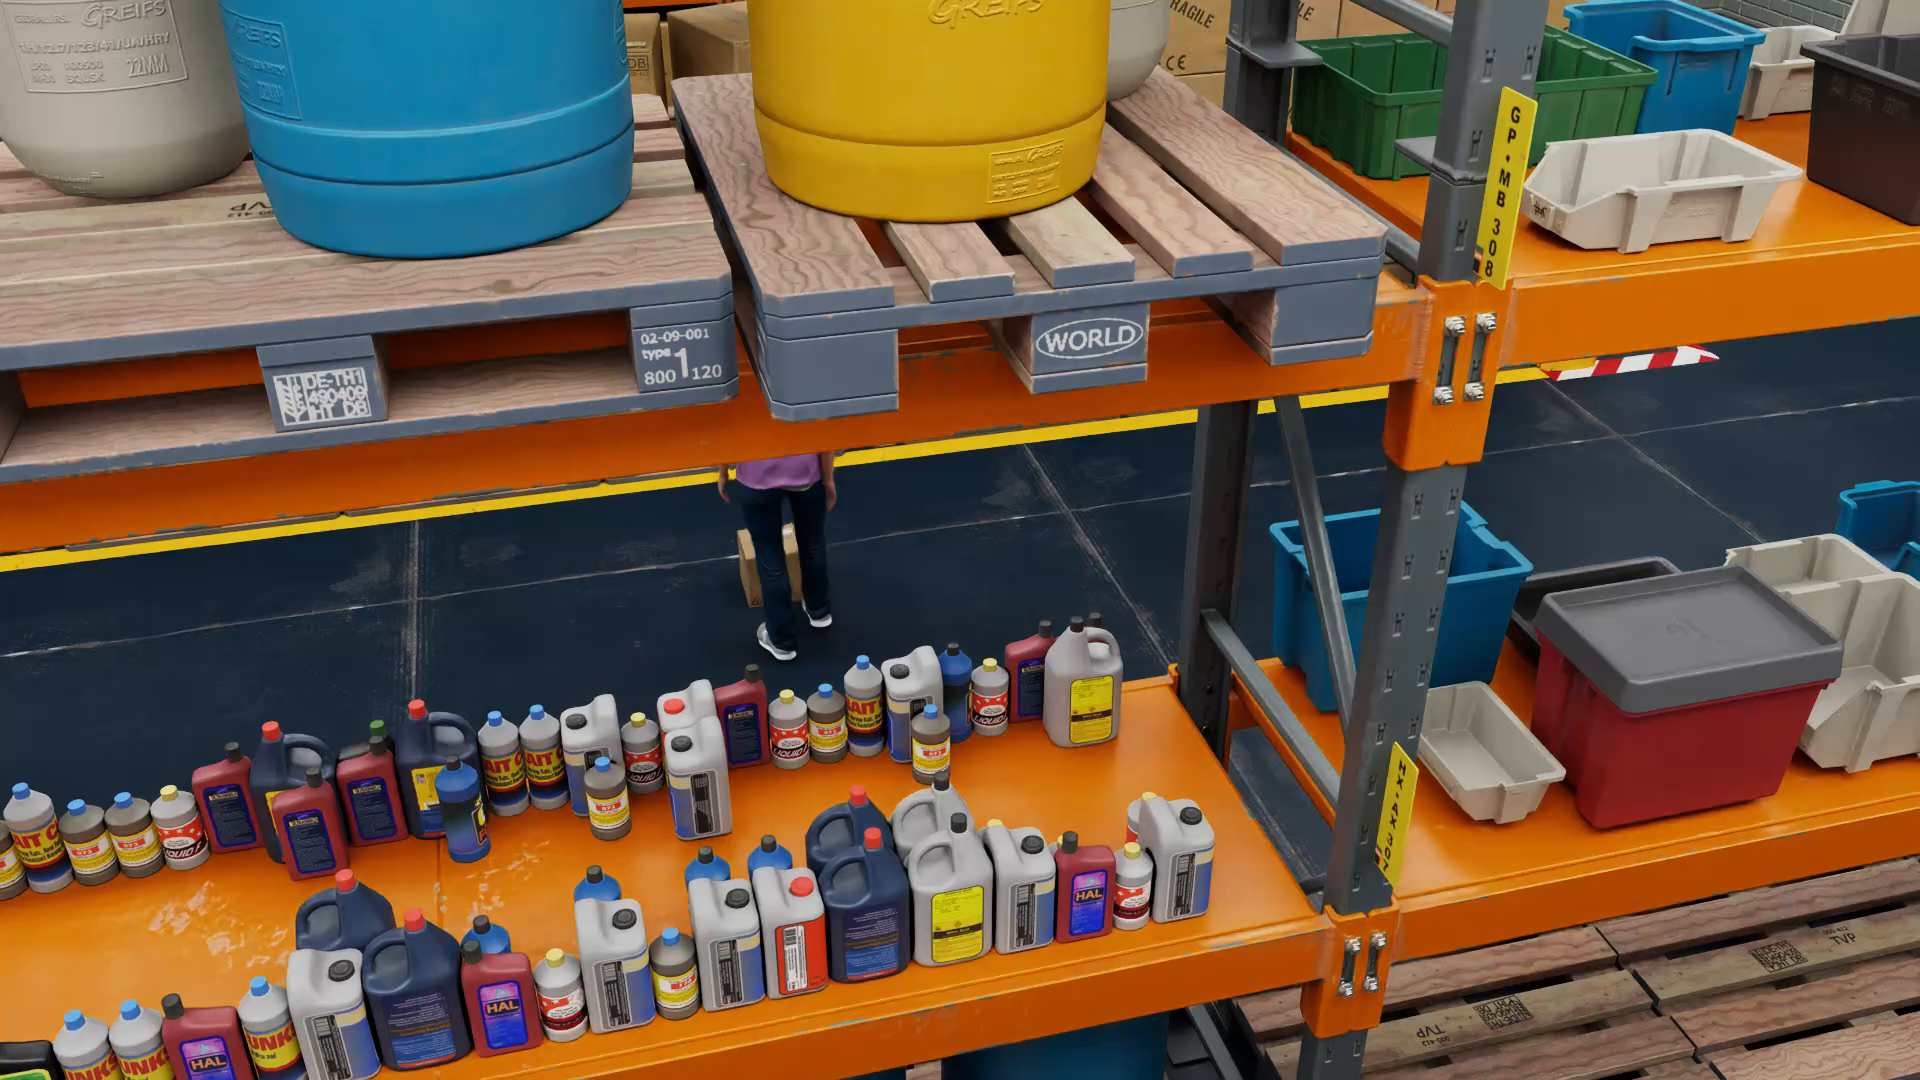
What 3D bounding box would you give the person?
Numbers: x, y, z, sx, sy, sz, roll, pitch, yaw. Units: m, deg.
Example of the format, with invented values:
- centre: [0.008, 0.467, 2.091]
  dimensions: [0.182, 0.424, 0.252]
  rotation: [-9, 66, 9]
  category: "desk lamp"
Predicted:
- centre: [-0.743, -0.283, 6.601]
  dimensions: [0.445, 1.599, 0.485]
  rotation: [-8, 32, -13]
  category: "person"
